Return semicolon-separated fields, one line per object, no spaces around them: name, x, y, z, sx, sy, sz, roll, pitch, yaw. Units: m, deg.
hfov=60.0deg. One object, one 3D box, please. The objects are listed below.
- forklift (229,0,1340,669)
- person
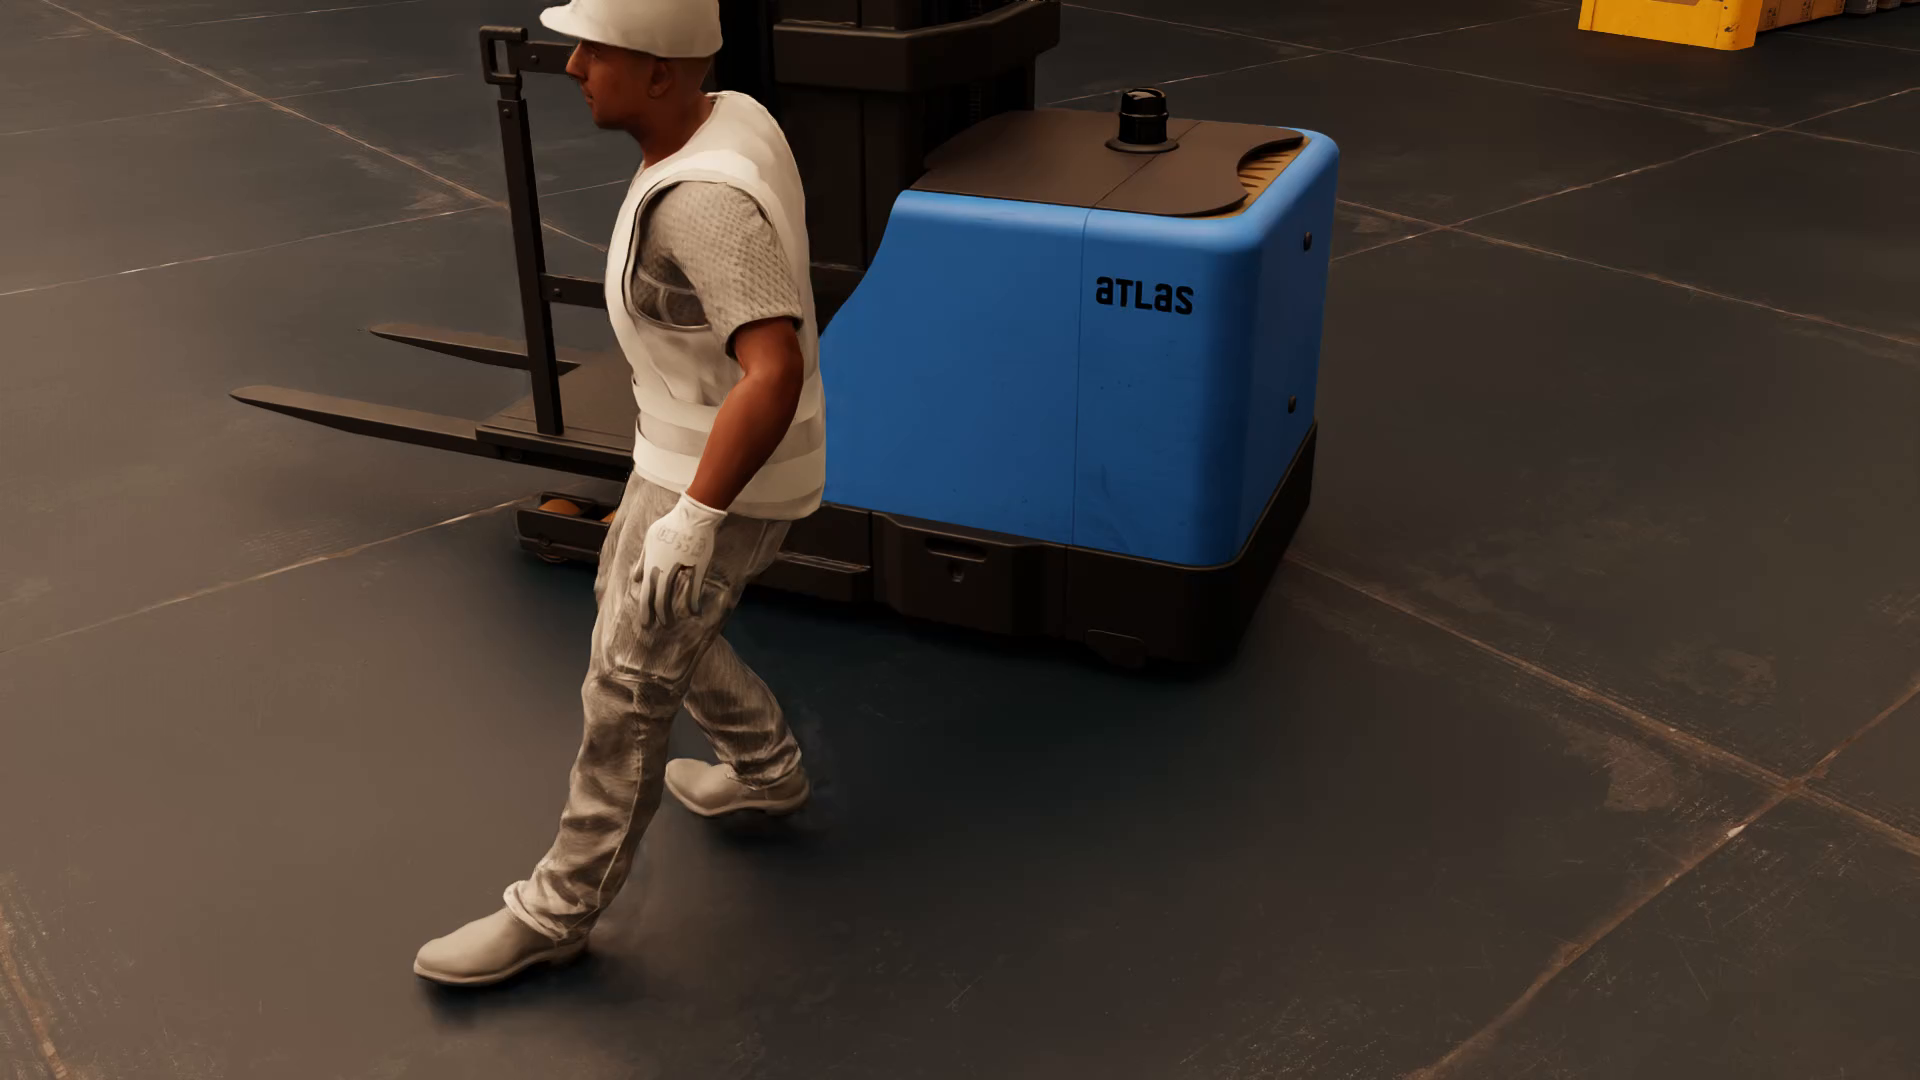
forklift;-0.612;-1.424;4.073;3.031;2.935;1.130;10;28;20
person;-0.598;-0.136;2.866;0.733;1.711;0.993;-1;26;-2
